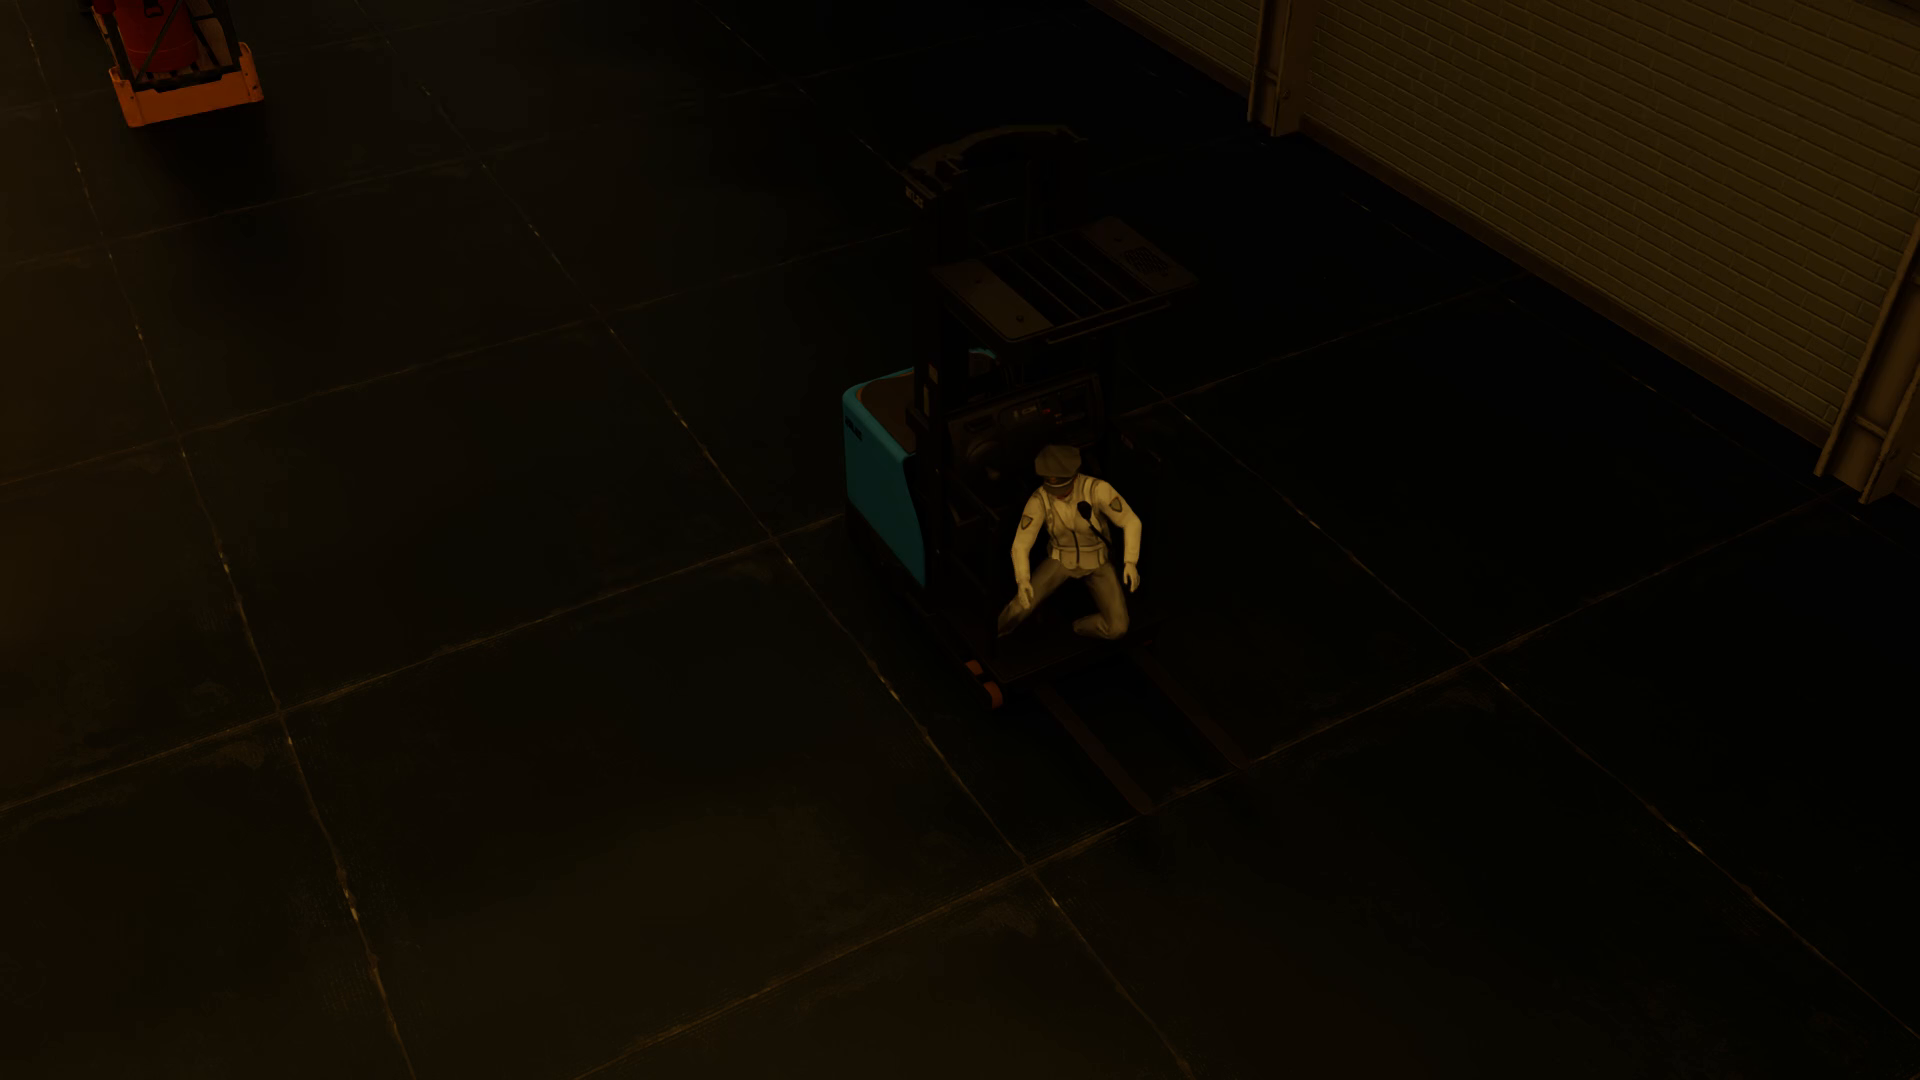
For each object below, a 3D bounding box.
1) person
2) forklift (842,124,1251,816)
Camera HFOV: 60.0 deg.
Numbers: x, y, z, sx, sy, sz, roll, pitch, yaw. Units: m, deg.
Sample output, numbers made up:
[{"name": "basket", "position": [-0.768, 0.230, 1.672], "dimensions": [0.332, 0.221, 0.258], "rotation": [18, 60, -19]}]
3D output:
[{"name": "person", "position": [0.541, 0.182, 8.887], "dimensions": [0.832, 1.397, 0.732], "rotation": [4, 40, 5]}, {"name": "forklift", "position": [0.463, -0.522, 8.665], "dimensions": [1.130, 2.935, 3.031], "rotation": [-20, 44, -23]}]
